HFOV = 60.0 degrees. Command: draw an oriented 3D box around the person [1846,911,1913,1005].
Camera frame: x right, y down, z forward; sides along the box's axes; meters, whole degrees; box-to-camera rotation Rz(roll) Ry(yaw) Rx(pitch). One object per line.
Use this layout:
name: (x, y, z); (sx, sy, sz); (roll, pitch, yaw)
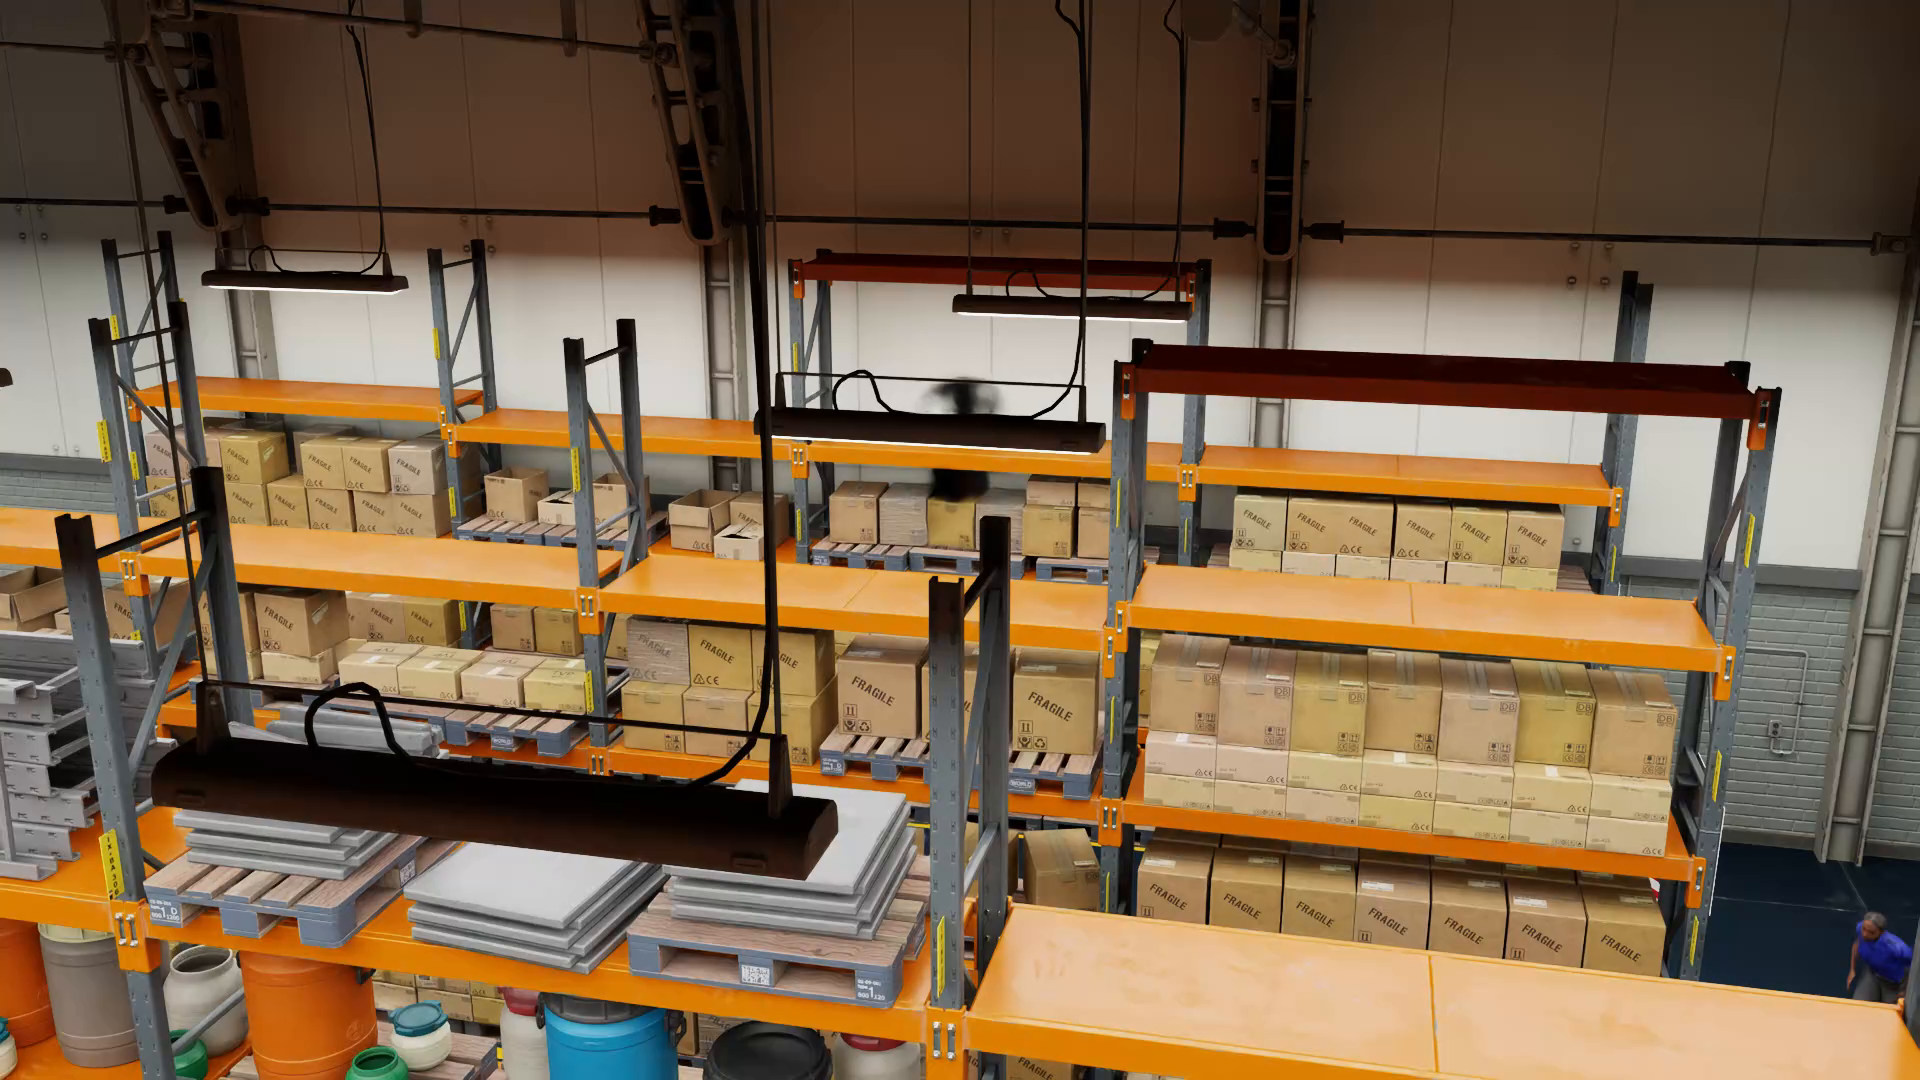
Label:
person: (7.542, 3.594, 13.498); (0.940, 1.481, 0.537); (-10, 19, -30)
